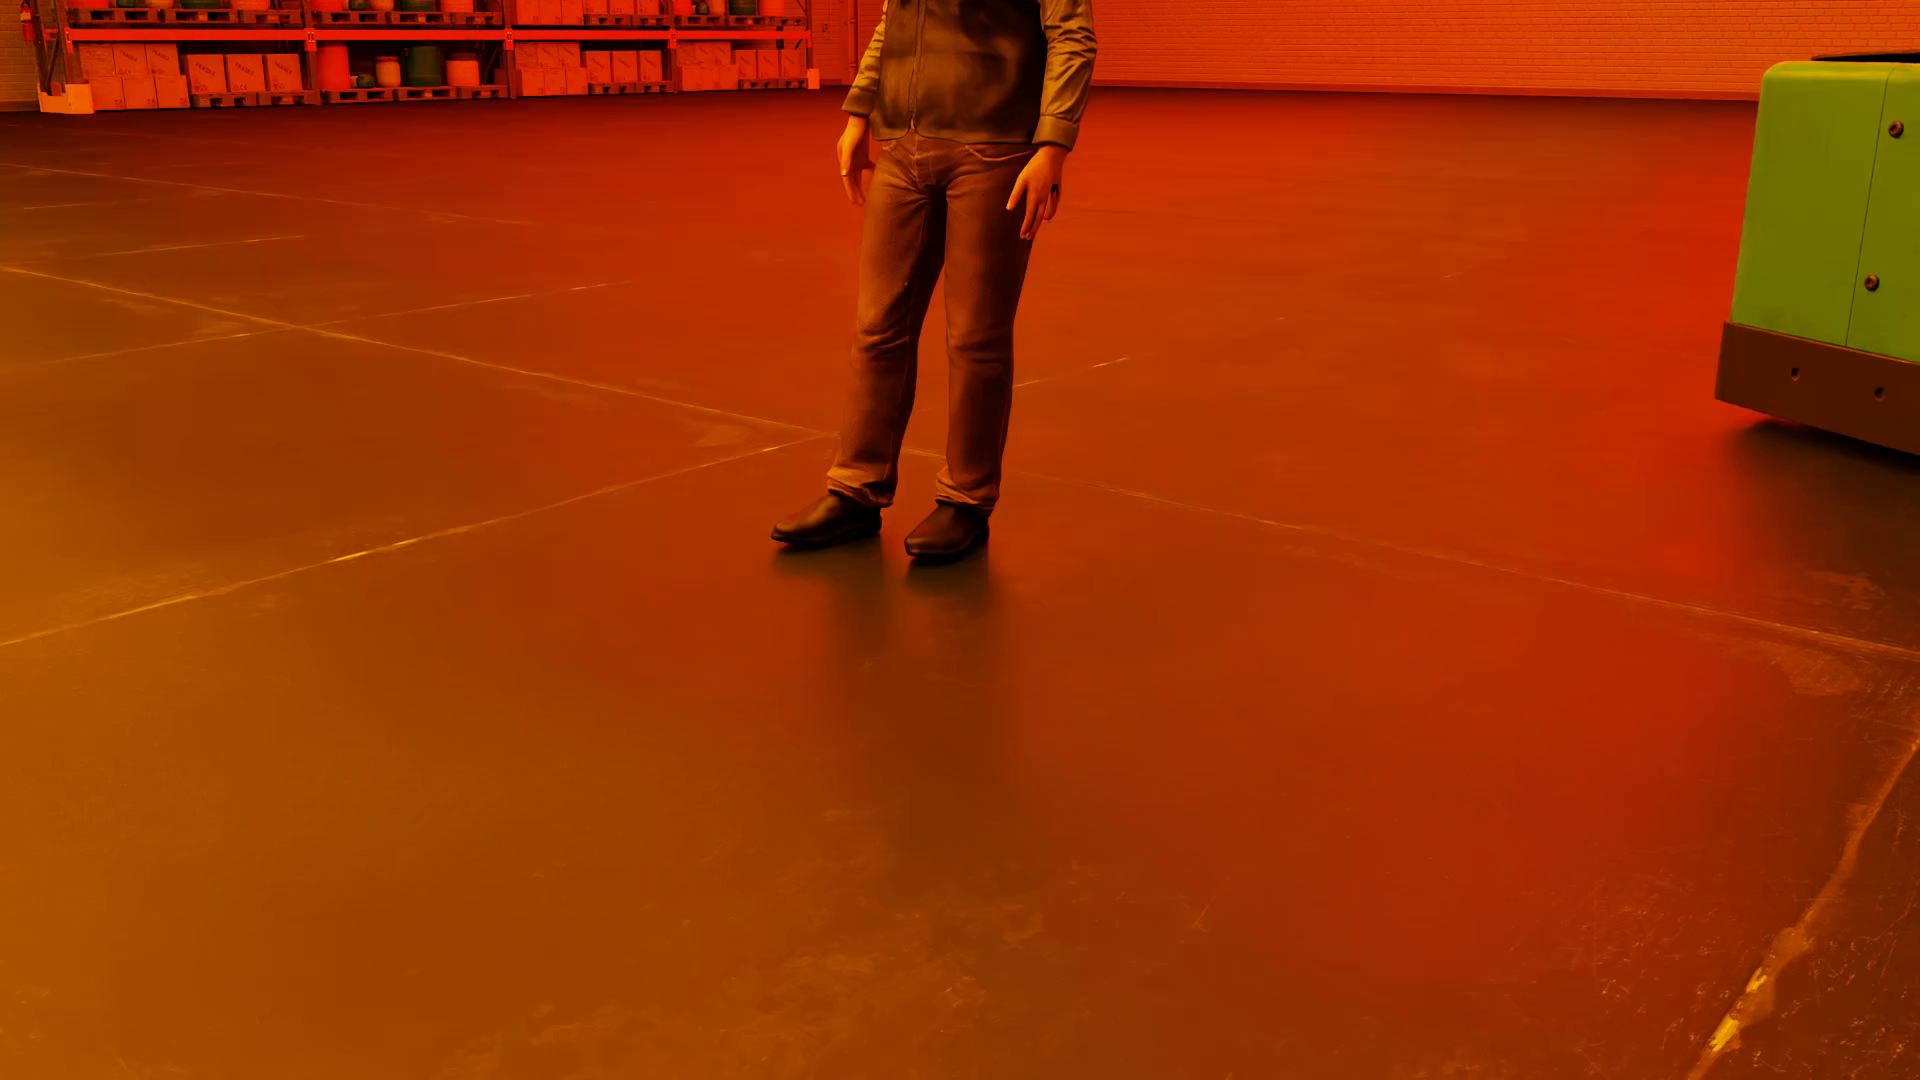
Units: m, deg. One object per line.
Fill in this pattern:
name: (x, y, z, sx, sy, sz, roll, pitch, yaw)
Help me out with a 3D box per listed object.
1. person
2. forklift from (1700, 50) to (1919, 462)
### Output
person: (-0.046, -0.818, 3.647, 0.634, 1.723, 0.566, 13, 21, 37)
forklift: (3.856, -1.768, 4.720, 3.031, 2.935, 1.130, -5, 18, -17)
